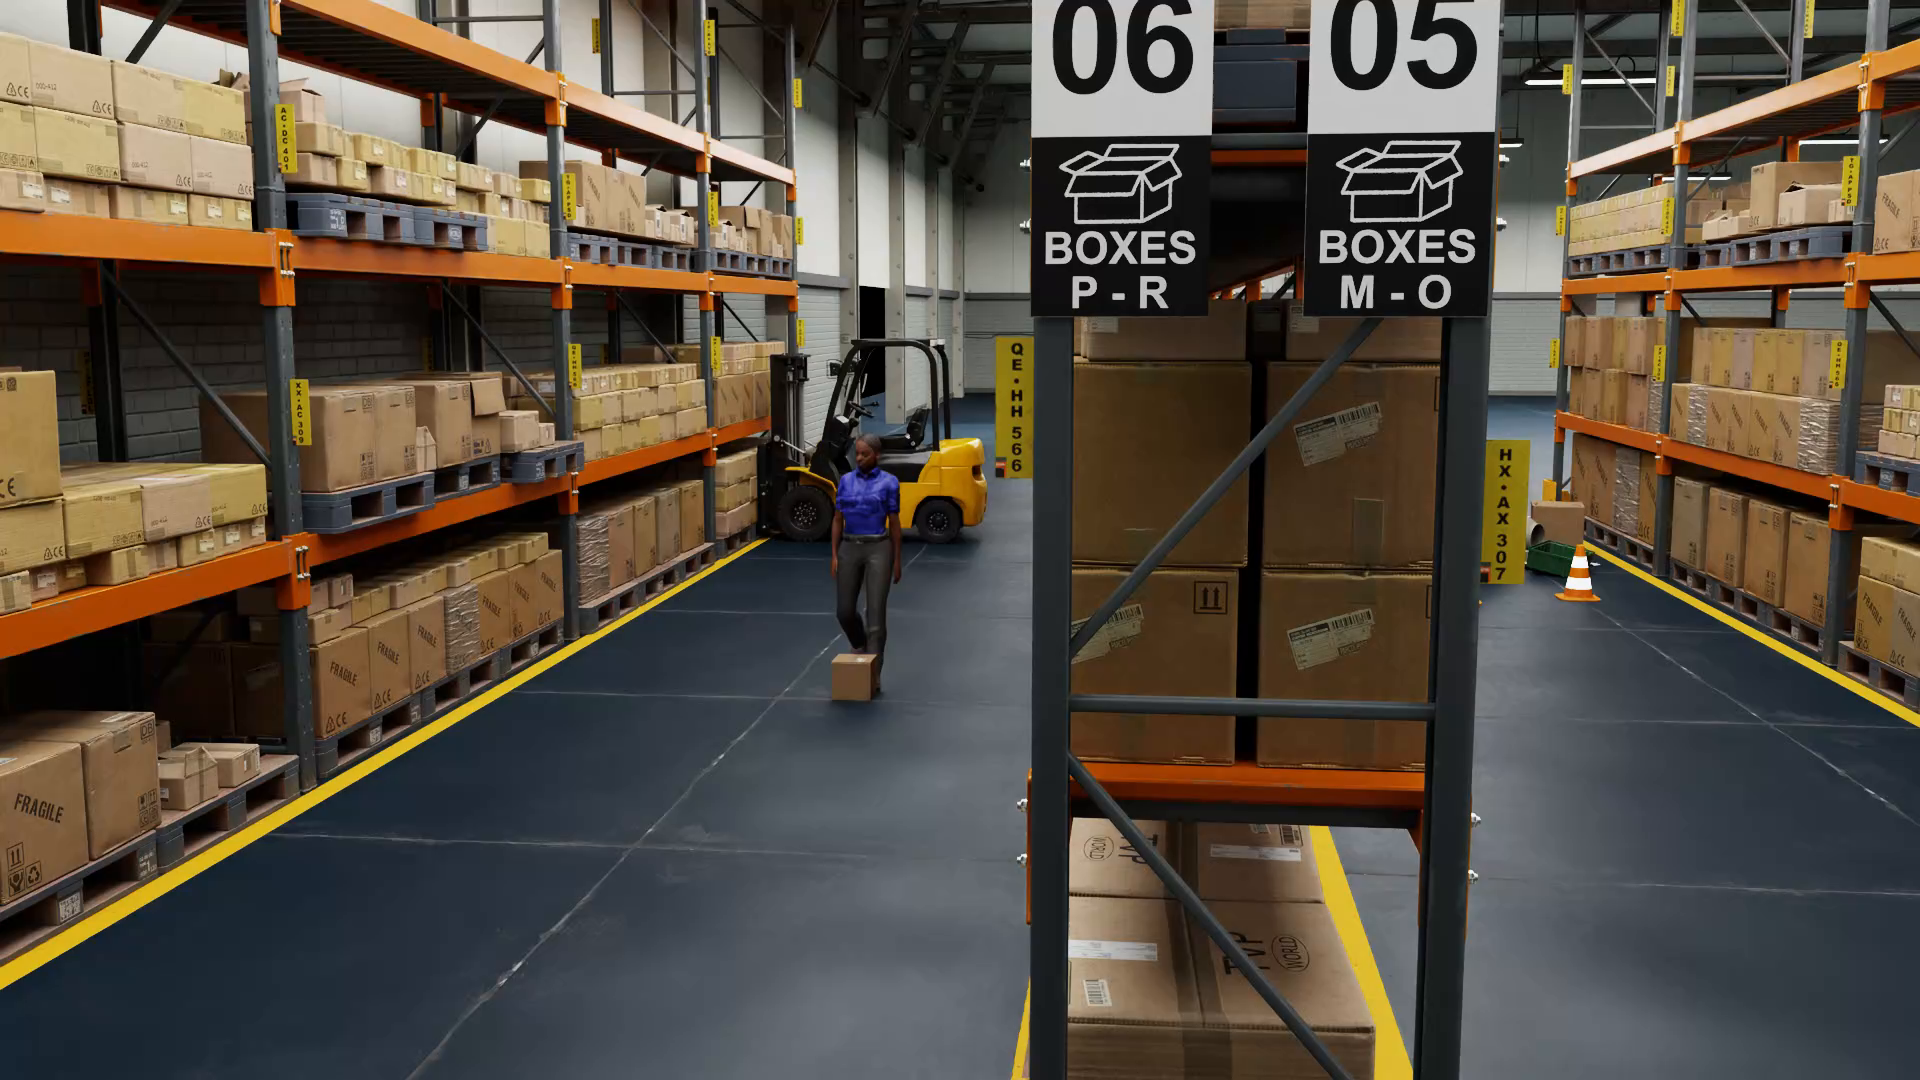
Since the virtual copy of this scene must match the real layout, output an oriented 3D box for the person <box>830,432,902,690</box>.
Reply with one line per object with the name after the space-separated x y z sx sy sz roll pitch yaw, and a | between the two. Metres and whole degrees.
-0.631 0.113 10.951 0.471 1.637 0.752 2 8 12 | person
